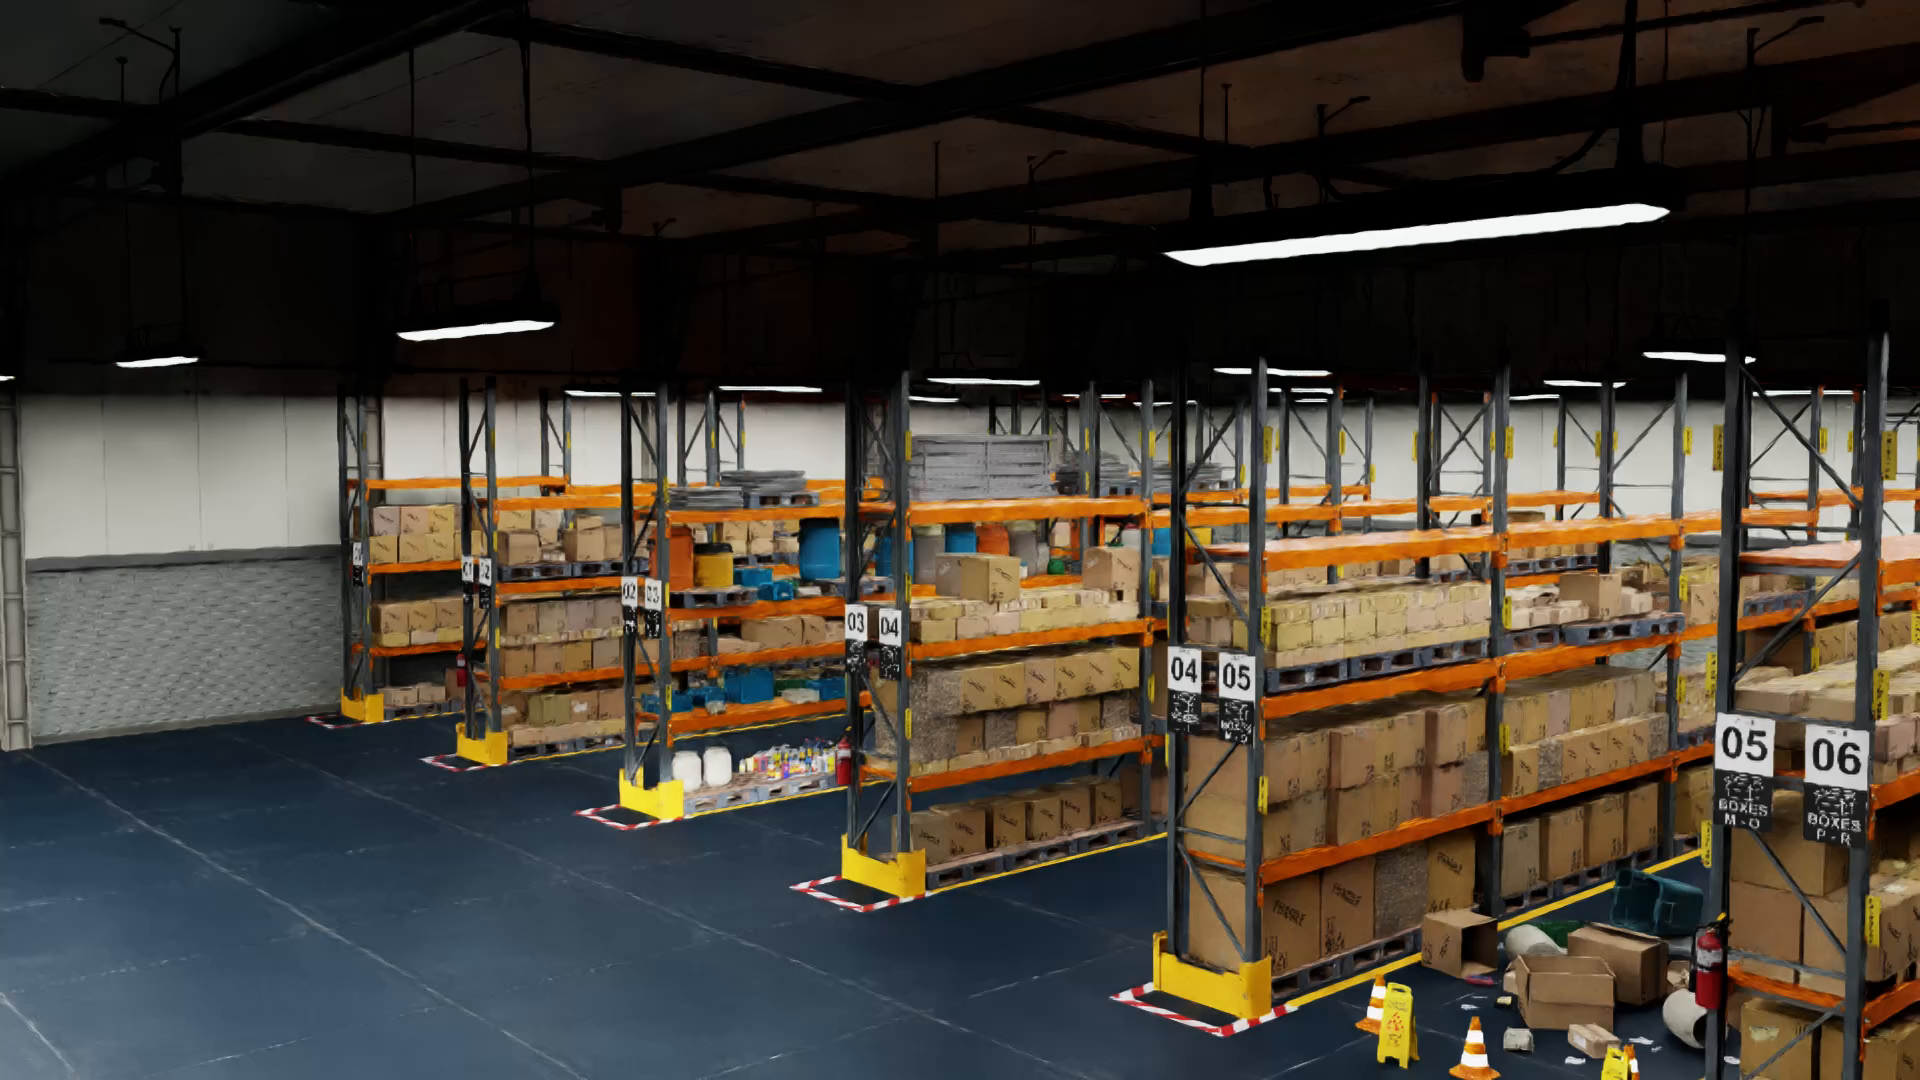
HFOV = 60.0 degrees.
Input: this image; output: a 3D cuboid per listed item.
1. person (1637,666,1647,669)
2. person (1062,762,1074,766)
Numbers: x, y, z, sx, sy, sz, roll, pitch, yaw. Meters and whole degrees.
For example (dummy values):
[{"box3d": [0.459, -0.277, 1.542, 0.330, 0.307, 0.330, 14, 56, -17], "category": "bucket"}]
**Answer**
[{"box3d": [10.418, 2.695, 25.370, 1.090, 1.583, 0.497, -3, 5, -40], "category": "person"}, {"box3d": [1.766, 2.645, 25.777, 0.448, 1.622, 0.996, 3, 5, 40], "category": "person"}]
